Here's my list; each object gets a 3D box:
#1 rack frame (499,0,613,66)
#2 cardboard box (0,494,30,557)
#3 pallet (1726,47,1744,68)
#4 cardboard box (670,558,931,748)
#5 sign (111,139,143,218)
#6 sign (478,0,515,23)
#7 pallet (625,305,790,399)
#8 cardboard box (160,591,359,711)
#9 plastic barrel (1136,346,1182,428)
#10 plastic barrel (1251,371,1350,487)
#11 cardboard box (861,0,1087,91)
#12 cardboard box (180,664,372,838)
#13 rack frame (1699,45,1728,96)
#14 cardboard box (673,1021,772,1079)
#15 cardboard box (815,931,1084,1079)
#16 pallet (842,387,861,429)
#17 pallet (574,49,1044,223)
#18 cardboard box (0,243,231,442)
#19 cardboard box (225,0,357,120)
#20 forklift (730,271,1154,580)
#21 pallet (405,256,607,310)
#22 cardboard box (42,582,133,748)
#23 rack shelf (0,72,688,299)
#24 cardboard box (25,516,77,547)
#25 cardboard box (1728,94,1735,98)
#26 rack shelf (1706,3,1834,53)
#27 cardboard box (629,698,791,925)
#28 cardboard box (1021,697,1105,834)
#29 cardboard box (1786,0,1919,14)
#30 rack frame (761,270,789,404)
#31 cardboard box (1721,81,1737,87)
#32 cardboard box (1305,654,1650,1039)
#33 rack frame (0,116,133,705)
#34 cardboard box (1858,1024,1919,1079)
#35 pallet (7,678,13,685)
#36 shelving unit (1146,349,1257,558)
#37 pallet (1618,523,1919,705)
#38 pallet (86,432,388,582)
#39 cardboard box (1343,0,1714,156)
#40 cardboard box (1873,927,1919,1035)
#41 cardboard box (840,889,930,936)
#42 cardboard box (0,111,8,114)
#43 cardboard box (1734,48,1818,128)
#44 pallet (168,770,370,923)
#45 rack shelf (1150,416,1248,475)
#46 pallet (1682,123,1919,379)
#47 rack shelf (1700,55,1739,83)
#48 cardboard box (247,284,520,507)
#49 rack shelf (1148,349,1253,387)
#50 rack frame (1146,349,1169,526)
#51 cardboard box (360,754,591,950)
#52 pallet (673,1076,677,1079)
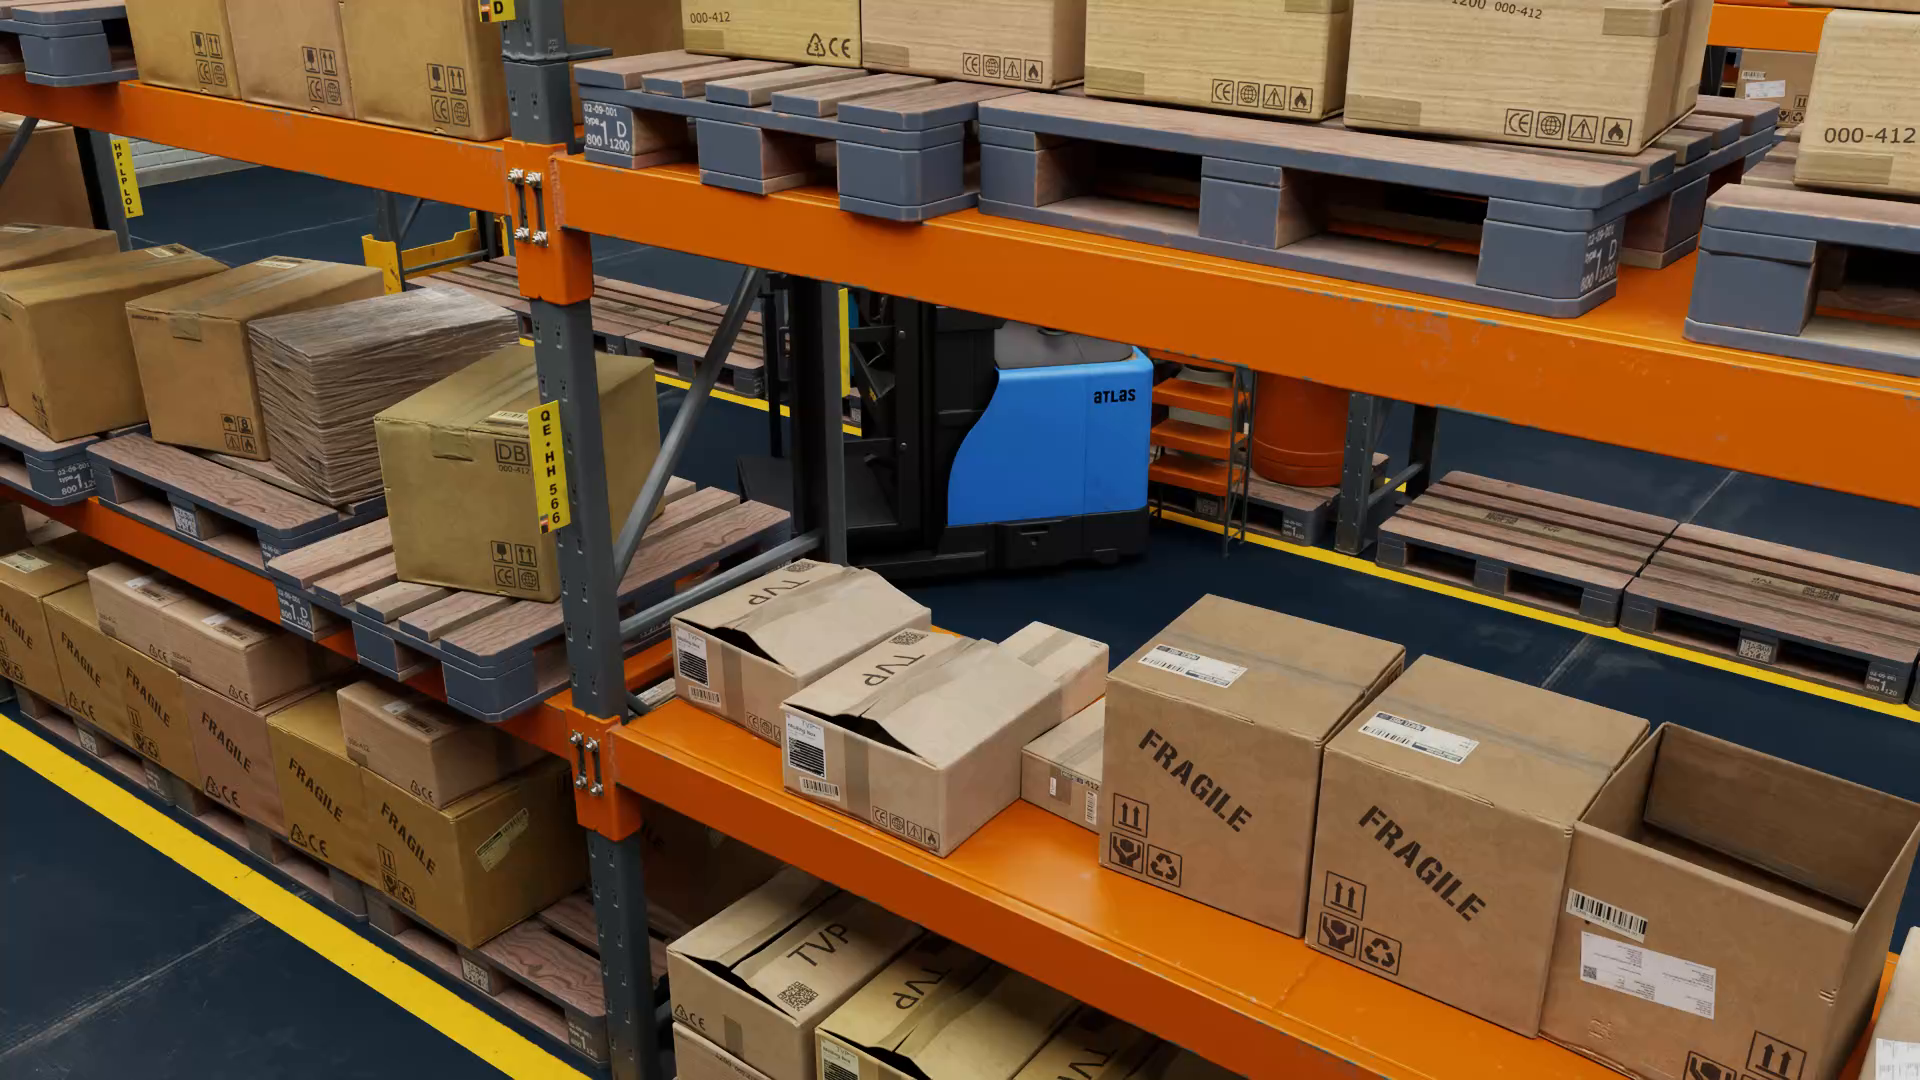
[{"bbox_3d":[-0.691,-2.607,3.506,0.127,3.000,1.000,17,29,33],"label":"rack frame"},{"bbox_3d":[-4.518,0.067,7.431,0.500,0.500,0.500,17,29,33],"label":"cardboard box"},{"bbox_3d":[7.675,-4.683,15.896,1.003,0.211,1.213,17,29,33],"label":"pallet"},{"bbox_3d":[-0.426,0.281,4.502,0.500,0.311,0.500,19,30,36],"label":"cardboard box"},{"bbox_3d":[-3.562,-1.539,7.086,0.005,0.325,0.100,17,29,33],"label":"sign"},{"bbox_3d":[-1.018,-1.296,3.611,0.005,0.325,0.100,17,29,33],"label":"sign"},{"bbox_3d":[-1.530,-1.315,11.474,1.213,0.211,1.003,17,29,33],"label":"pallet"},{"bbox_3d":[-2.449,0.329,5.908,0.500,0.250,0.500,16,29,32],"label":"cardboard box"},{"bbox_3d":[0.977,-0.933,9.618,0.708,0.588,0.600,17,29,33],"label":"plastic barrel"},{"bbox_3d":[1.881,-0.771,8.950,0.708,0.830,0.600,17,29,33],"label":"plastic barrel"},{"bbox_3d":[0.136,-1.145,3.574,0.500,0.250,0.500,18,29,35],"label":"cardboard box"},{"bbox_3d":[-2.418,0.680,6.040,0.500,0.500,0.500,16,28,31],"label":"cardboard box"},{"bbox_3d":[5.253,-3.057,11.968,0.127,3.000,1.000,17,29,33],"label":"rack frame"},{"bbox_3d":[-0.448,1.426,4.683,0.500,0.250,0.500,17,29,33],"label":"cardboard box"},{"bbox_3d":[-0.023,1.294,4.288,0.500,0.311,0.500,16,28,32],"label":"cardboard box"},{"bbox_3d":[-0.326,-0.950,10.644,1.213,0.211,1.003,17,29,33],"label":"pallet"},{"bbox_3d":[-0.094,-1.013,3.842,1.003,0.211,1.213,18,30,36],"label":"pallet"},{"bbox_3d":[-3.058,-0.734,6.052,0.700,0.500,0.500,-21,31,-39],"label":"cardboard box"},{"bbox_3d":[-1.468,-1.498,4.586,0.500,0.500,0.910,17,29,33],"label":"cardboard box"},{"bbox_3d":[-0.613,-1.287,8.036,3.031,2.935,1.130,-5,24,-11],"label":"forklift"},{"bbox_3d":[-3.482,-1.905,12.813,1.213,0.211,1.003,17,29,33],"label":"pallet"},{"bbox_3d":[-3.217,0.435,6.598,0.500,0.500,0.500,17,29,34],"label":"cardboard box"},{"bbox_3d":[-2.291,-1.389,5.354,4.000,0.370,1.077,17,29,33],"label":"rack shelf"},{"bbox_3d":[-4.098,0.029,7.753,0.500,0.311,0.500,17,29,33],"label":"cardboard box"},{"bbox_3d":[7.604,-4.105,15.996,0.500,0.250,0.500,16,28,32],"label":"cardboard box"},{"bbox_3d":[3.883,-2.019,6.783,4.000,0.370,1.077,17,29,33],"label":"rack shelf"},{"bbox_3d":[-0.884,0.879,5.590,0.500,0.500,0.500,18,30,35],"label":"cardboard box"},{"bbox_3d":[0.363,0.544,4.108,0.250,0.149,0.380,19,30,37],"label":"cardboard box"},{"bbox_3d":[1.570,-1.026,2.373,0.500,0.500,0.500,20,31,38],"label":"cardboard box"},{"bbox_3d":[-0.918,-2.426,10.536,0.127,3.000,1.000,17,29,33],"label":"rack frame"},{"bbox_3d":[9.983,-5.885,20.501,0.875,0.875,0.875,17,29,34],"label":"cardboard box"},{"bbox_3d":[1.083,0.620,3.498,0.500,0.500,0.500,17,29,33],"label":"cardboard box"},{"bbox_3d":[-3.892,-0.829,6.911,0.127,3.000,1.000,17,29,33],"label":"rack frame"},{"bbox_3d":[1.696,1.014,2.896,0.258,0.266,0.396,16,28,32],"label":"cardboard box"},{"bbox_3d":[-4.441,0.281,7.851,1.213,0.211,1.003,17,29,33],"label":"pallet"},{"bbox_3d":[1.216,-0.551,8.513,0.503,1.200,0.258,15,28,30],"label":"shelving unit"},{"bbox_3d":[3.851,0.312,7.780,1.213,0.211,1.003,17,29,33],"label":"pallet"},{"bbox_3d":[-2.250,-0.243,5.818,1.213,0.211,1.003,17,29,33],"label":"pallet"},{"bbox_3d":[1.017,-0.873,2.955,0.500,0.250,0.500,14,27,29],"label":"cardboard box"},{"bbox_3d":[1.923,0.940,3.207,0.250,0.149,0.380,17,29,33],"label":"cardboard box"},{"bbox_3d":[-0.124,0.995,4.965,0.500,0.311,0.500,18,29,35],"label":"cardboard box"},{"bbox_3d":[-4.513,-1.662,7.437,0.500,0.500,0.500,16,28,32],"label":"cardboard box"},{"bbox_3d":[5.709,-3.177,11.596,0.500,0.500,0.500,13,27,27],"label":"cardboard box"},{"bbox_3d":[-2.238,0.927,6.385,1.213,0.211,1.003,17,29,33],"label":"pallet"},{"bbox_3d":[1.216,-0.490,8.540,0.480,0.148,0.258,15,28,30],"label":"rack shelf"},{"bbox_3d":[1.796,-0.389,2.429,1.217,0.209,0.805,16,28,31],"label":"pallet"},{"bbox_3d":[6.709,-4.787,16.787,4.000,0.370,1.077,17,29,33],"label":"rack shelf"},{"bbox_3d":[-1.880,-0.498,5.516,0.700,0.500,0.500,-20,31,-38],"label":"cardboard box"},{"bbox_3d":[1.216,-0.911,8.354,0.480,0.148,0.258,15,28,30],"label":"rack shelf"},{"bbox_3d":[1.012,-0.605,8.635,0.015,1.200,0.240,15,28,30],"label":"rack frame"},{"bbox_3d":[-1.580,0.930,5.472,0.500,0.500,0.500,18,30,35],"label":"cardboard box"},{"bbox_3d":[-0.056,1.626,4.798,1.213,0.211,1.003,17,29,33],"label":"pallet"}]
